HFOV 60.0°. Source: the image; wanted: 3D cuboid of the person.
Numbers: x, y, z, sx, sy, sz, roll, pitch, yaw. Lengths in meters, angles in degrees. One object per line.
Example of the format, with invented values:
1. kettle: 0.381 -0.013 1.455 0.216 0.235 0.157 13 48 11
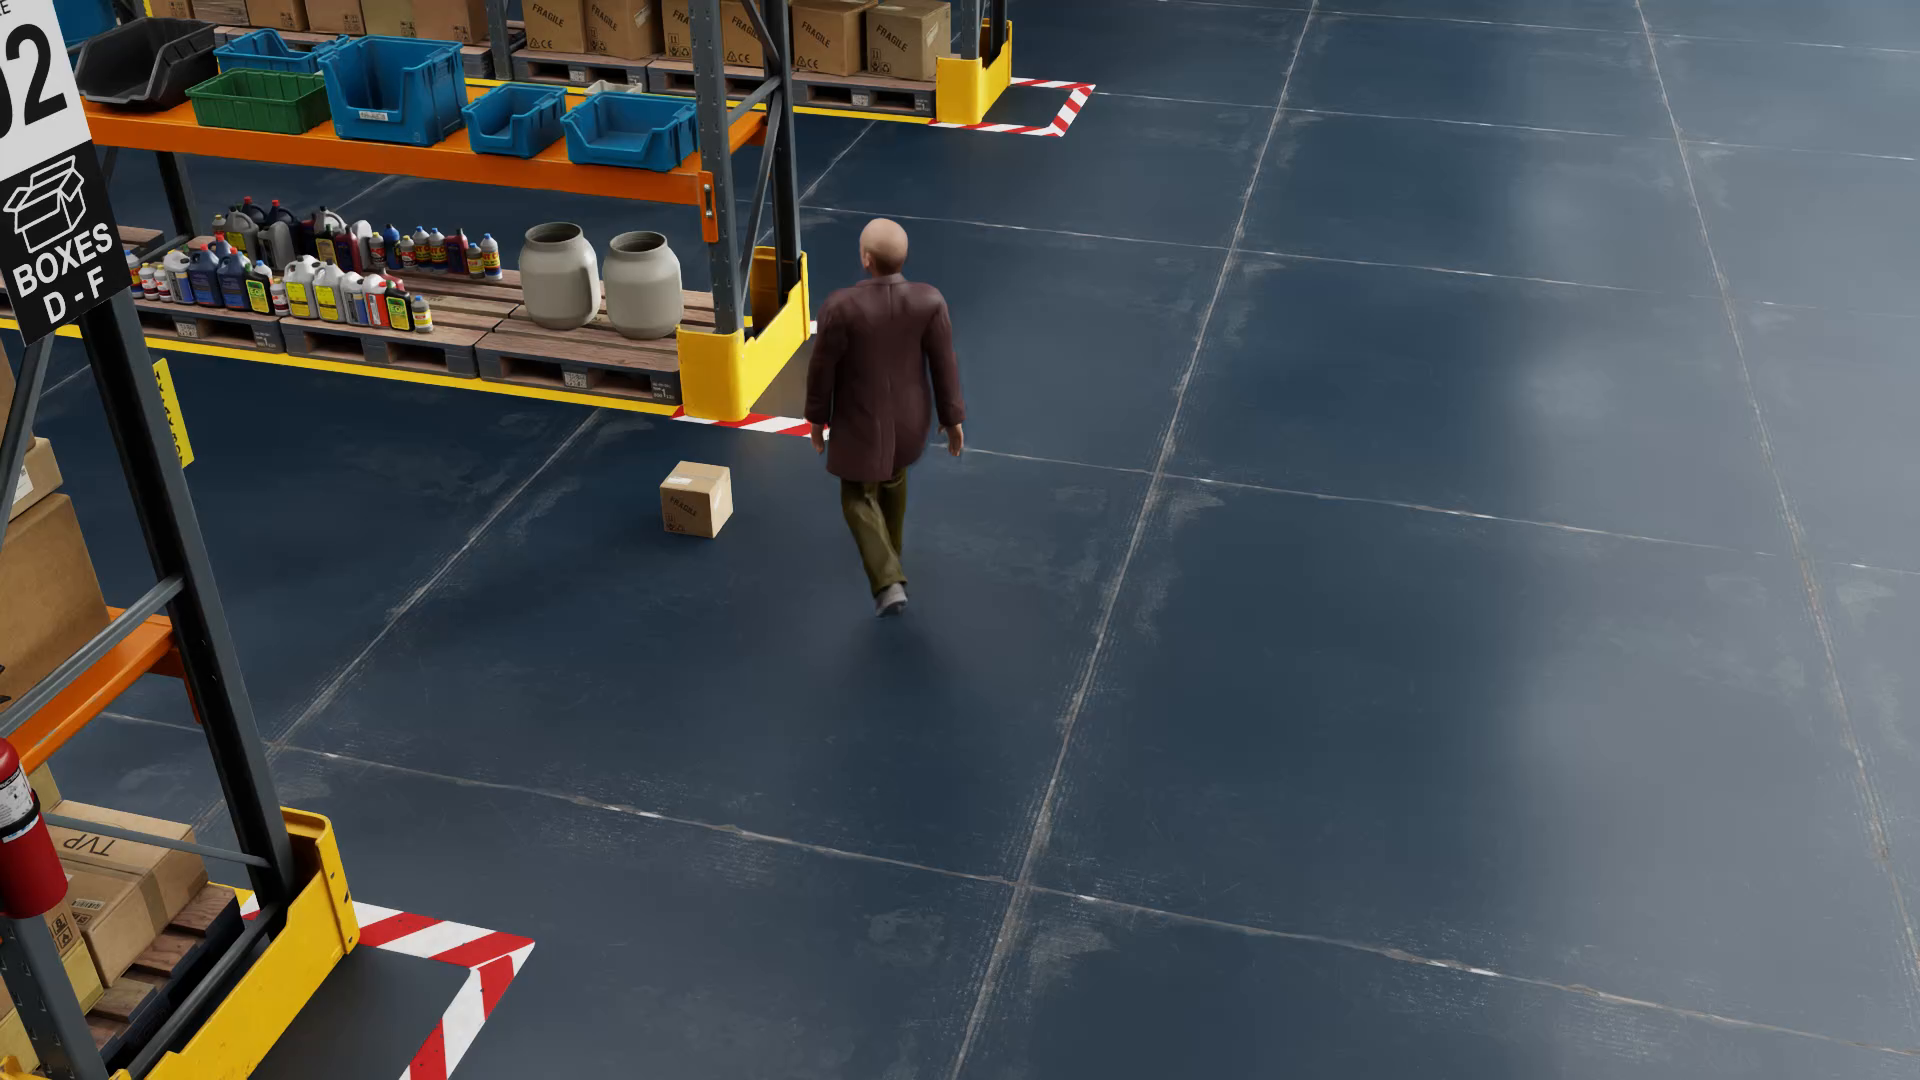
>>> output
1. person: -0.309 -0.510 6.960 0.661 1.745 0.994 -11 34 -16
